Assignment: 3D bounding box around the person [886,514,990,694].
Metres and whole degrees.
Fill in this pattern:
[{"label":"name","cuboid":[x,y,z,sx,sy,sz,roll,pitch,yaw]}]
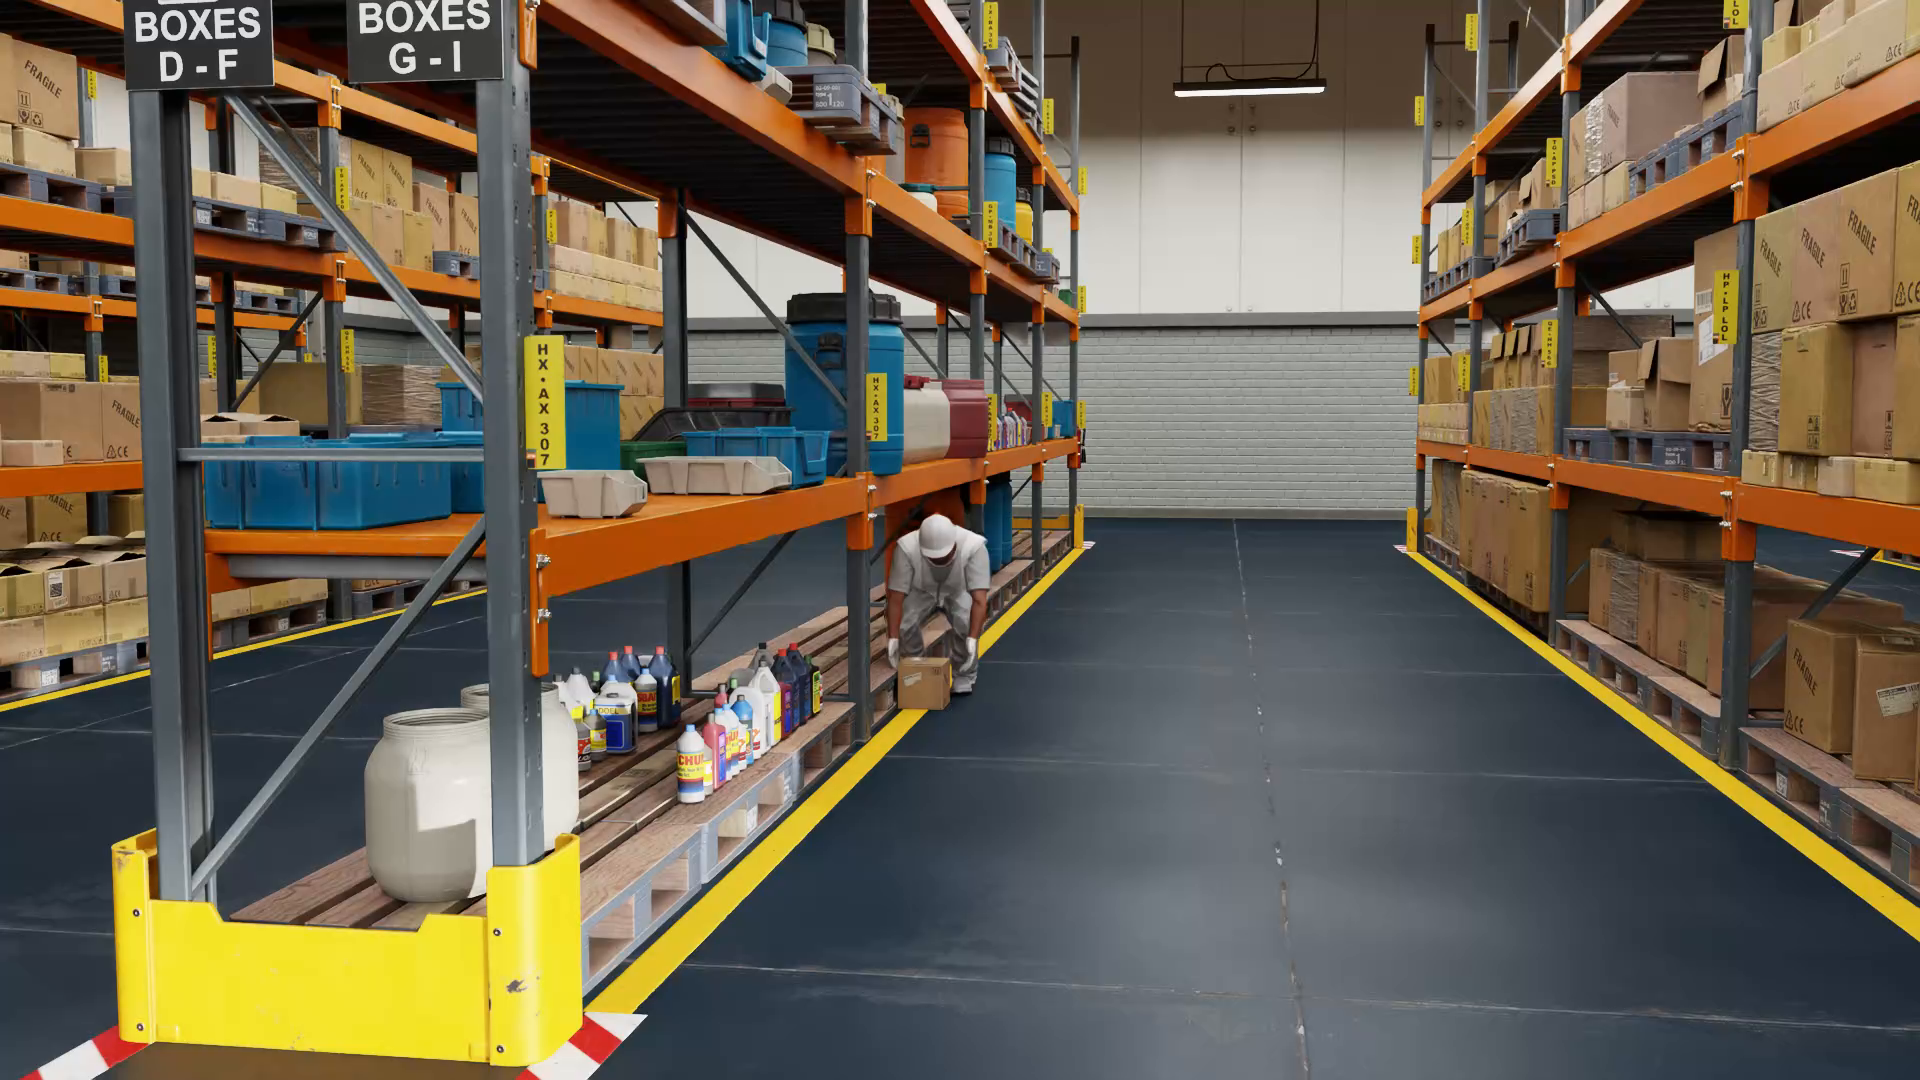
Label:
[{"label":"person","cuboid":[-0.093,0.359,9.501,0.580,1.061,0.888,1,4,9]}]
